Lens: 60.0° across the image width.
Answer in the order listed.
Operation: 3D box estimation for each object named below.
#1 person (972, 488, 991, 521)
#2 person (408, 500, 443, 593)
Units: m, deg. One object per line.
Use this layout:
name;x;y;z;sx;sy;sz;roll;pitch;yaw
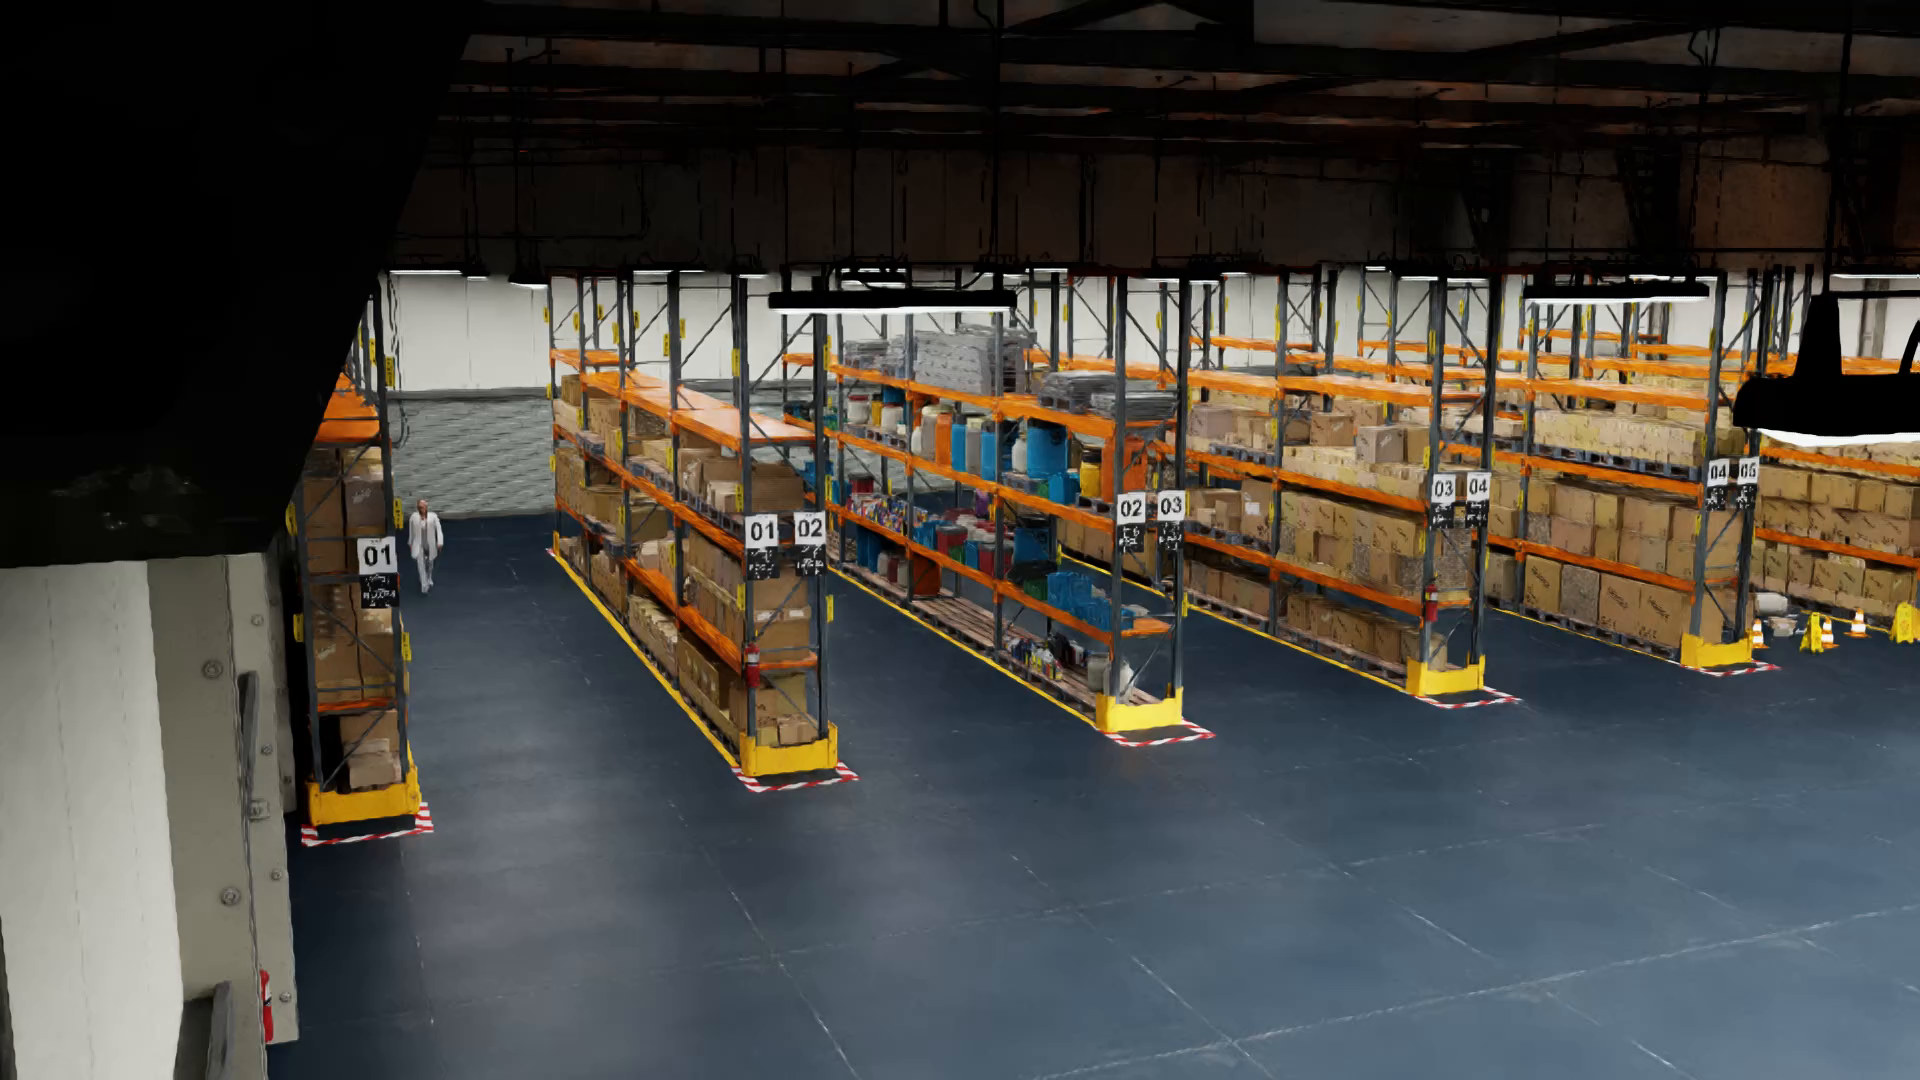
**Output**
person;0.441;-0.590;35.568;0.417;1.517;1.037;-3;10;-19
person;-9.996;0.091;31.125;0.603;1.724;1.110;-4;11;-22
